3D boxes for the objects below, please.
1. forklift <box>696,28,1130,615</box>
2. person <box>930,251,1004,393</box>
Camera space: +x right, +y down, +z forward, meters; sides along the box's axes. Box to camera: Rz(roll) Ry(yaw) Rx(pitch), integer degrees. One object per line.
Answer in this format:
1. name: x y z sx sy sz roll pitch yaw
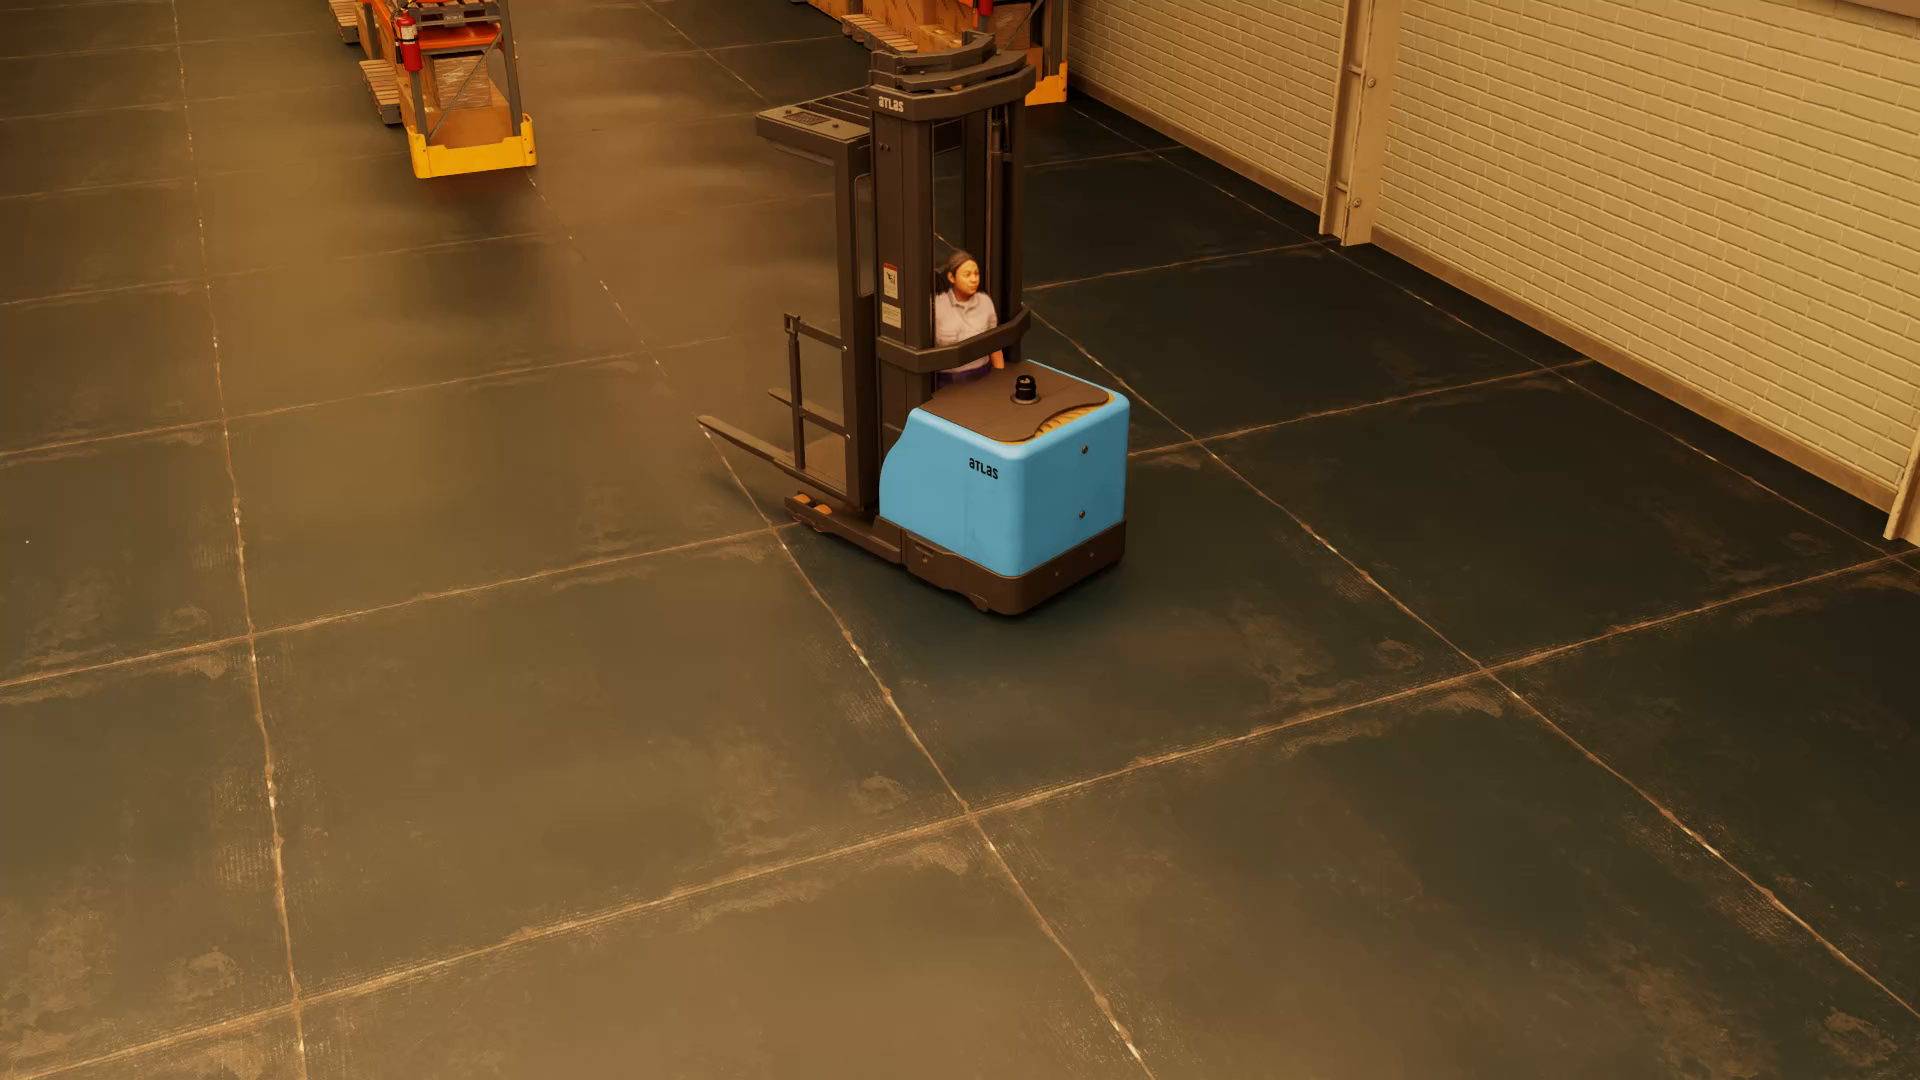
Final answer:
1. forklift: -0.436 -1.483 9.714 3.031 2.935 1.130 26 39 37
2. person: 0.014 -0.819 9.507 0.593 1.655 0.484 -12 32 -20
